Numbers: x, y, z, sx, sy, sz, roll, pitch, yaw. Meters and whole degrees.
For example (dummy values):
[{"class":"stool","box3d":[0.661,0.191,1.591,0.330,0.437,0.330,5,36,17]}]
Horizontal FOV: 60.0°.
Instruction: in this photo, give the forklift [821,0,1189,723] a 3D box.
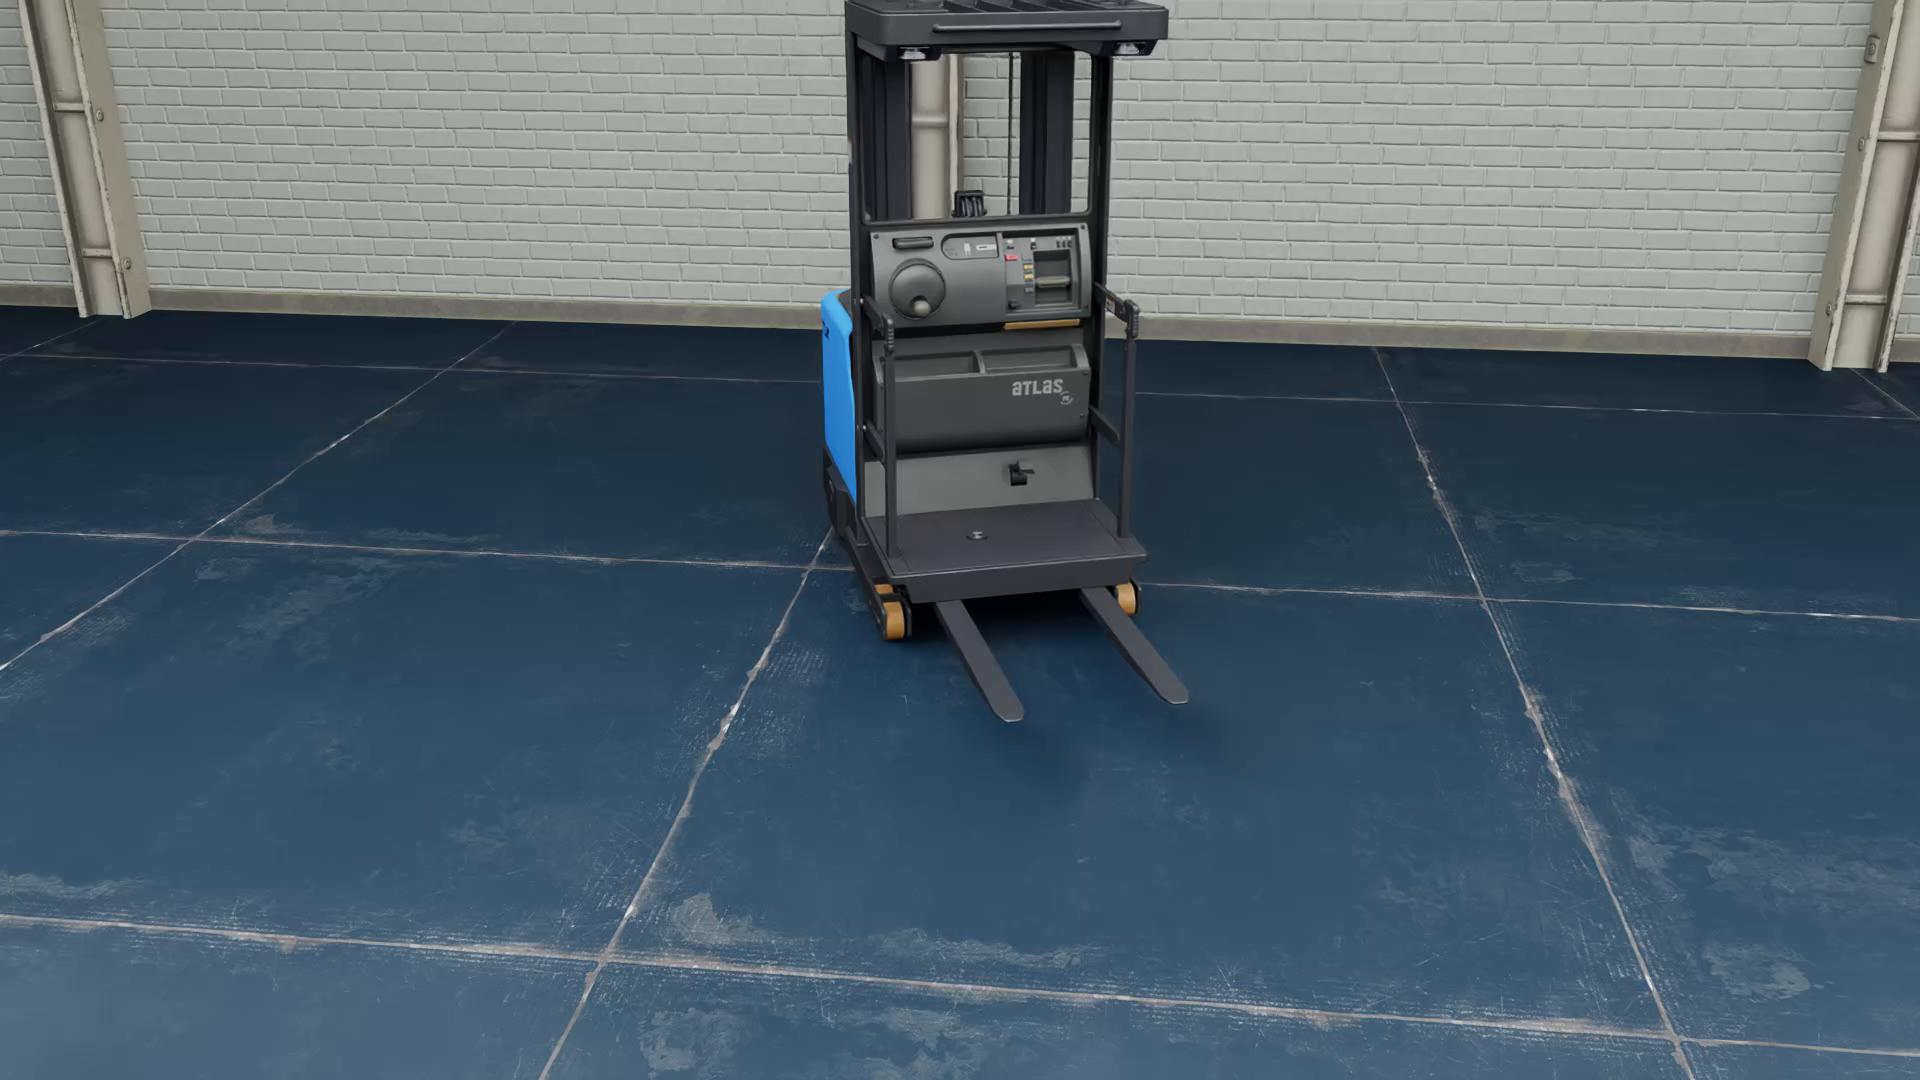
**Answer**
[{"class":"forklift","box3d":[0.143,-1.097,6.729,1.130,2.935,3.031,-5,22,-12]}]

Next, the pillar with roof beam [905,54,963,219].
[{"class":"pillar with roof beam","box3d":[-0.700,-4.013,5.850,0.400,9.000,9.100,2,22,6]}]

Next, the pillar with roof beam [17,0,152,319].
[{"class":"pillar with roof beam","box3d":[-6.658,-4.272,6.506,0.400,9.000,9.100,2,22,6]}]

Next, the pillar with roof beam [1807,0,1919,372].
[{"class":"pillar with roof beam","box3d":[5.259,-3.753,5.193,0.400,9.000,9.100,2,22,6]}]
